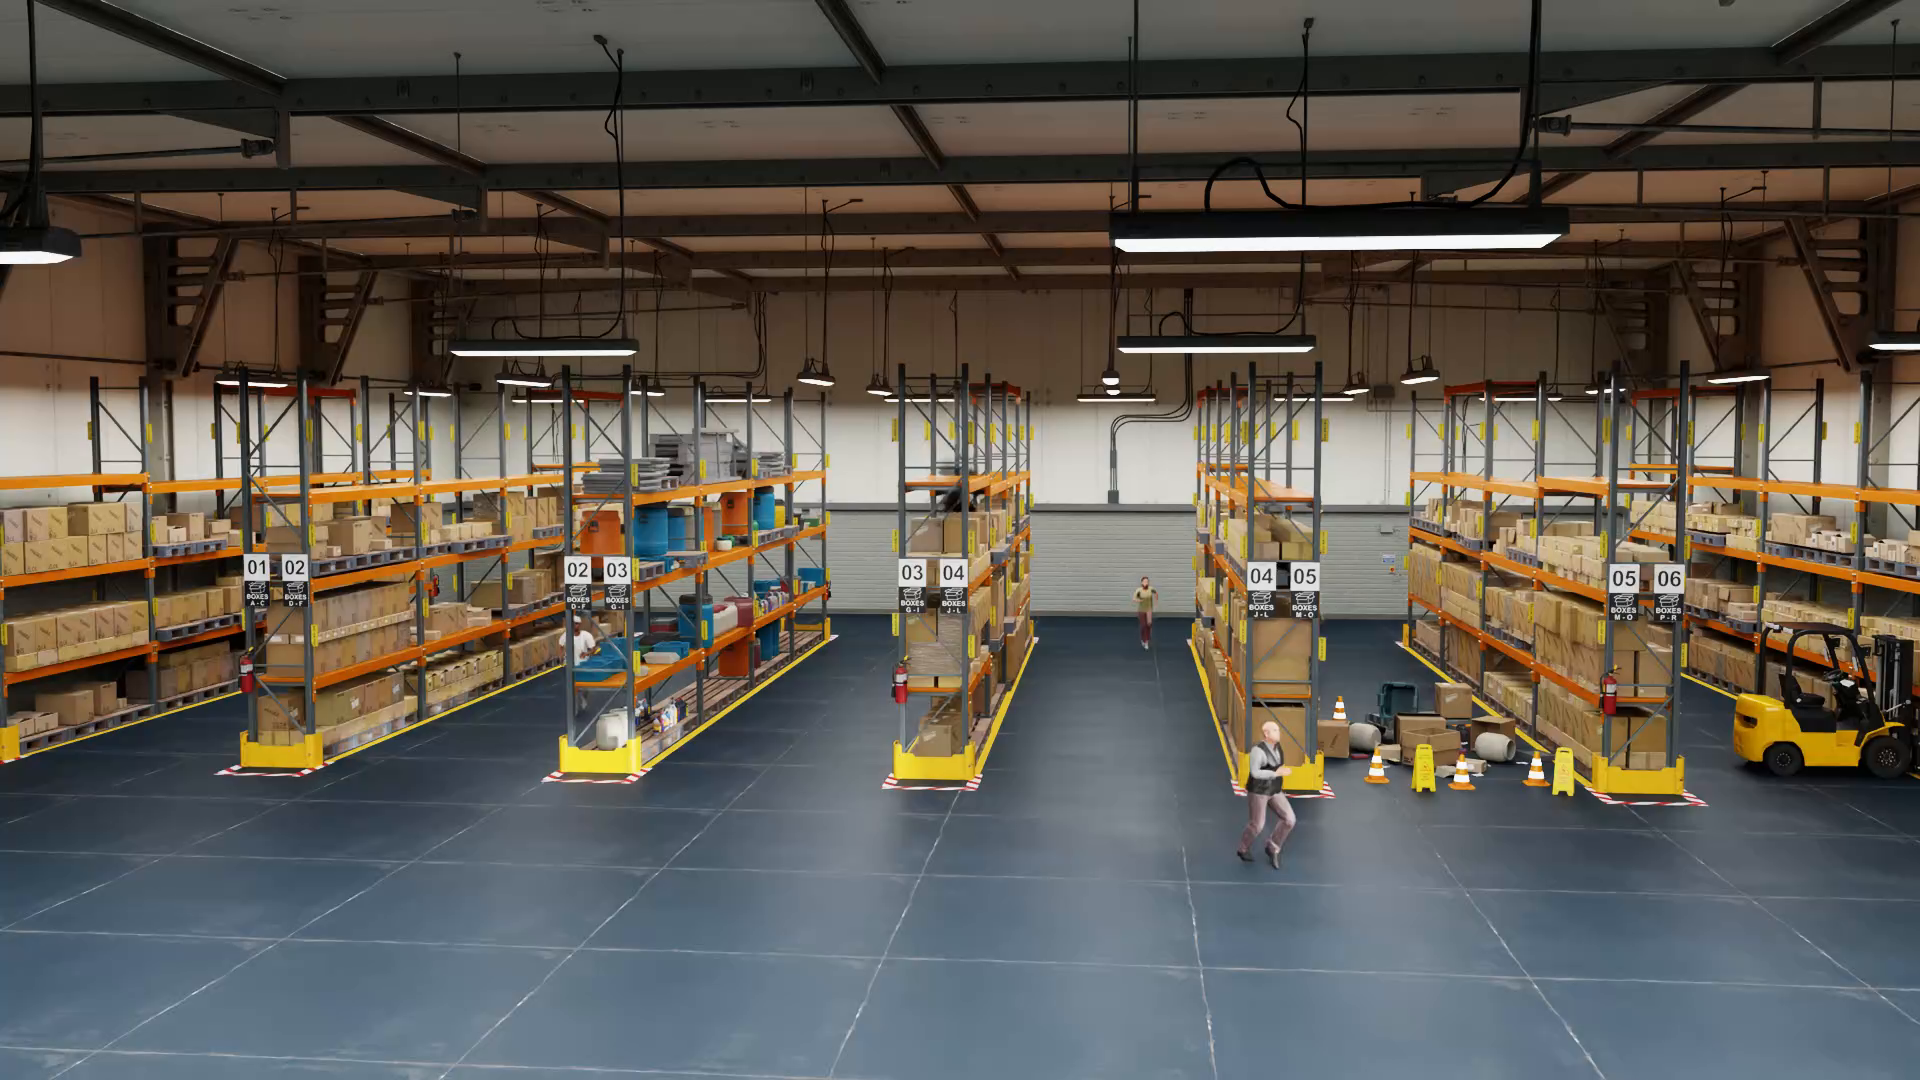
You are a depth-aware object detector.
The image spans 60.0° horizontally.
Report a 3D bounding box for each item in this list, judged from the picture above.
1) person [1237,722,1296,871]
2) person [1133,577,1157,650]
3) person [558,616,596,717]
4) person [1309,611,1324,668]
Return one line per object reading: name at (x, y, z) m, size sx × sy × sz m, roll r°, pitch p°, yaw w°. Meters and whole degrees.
person at (3.511, 2.921, 19.075) m, size 0.662 × 1.720 × 0.813 m, roll -3°, pitch 5°, yaw -42°
person at (4.310, 1.689, 38.753) m, size 0.599 × 1.703 × 0.823 m, roll 0°, pitch 4°, yaw 0°
person at (-6.822, 2.224, 29.561) m, size 0.701 × 1.768 × 0.826 m, roll 0°, pitch 4°, yaw -2°
person at (7.403, 1.989, 34.993) m, size 0.517 × 1.584 × 0.983 m, roll 0°, pitch 4°, yaw 7°
